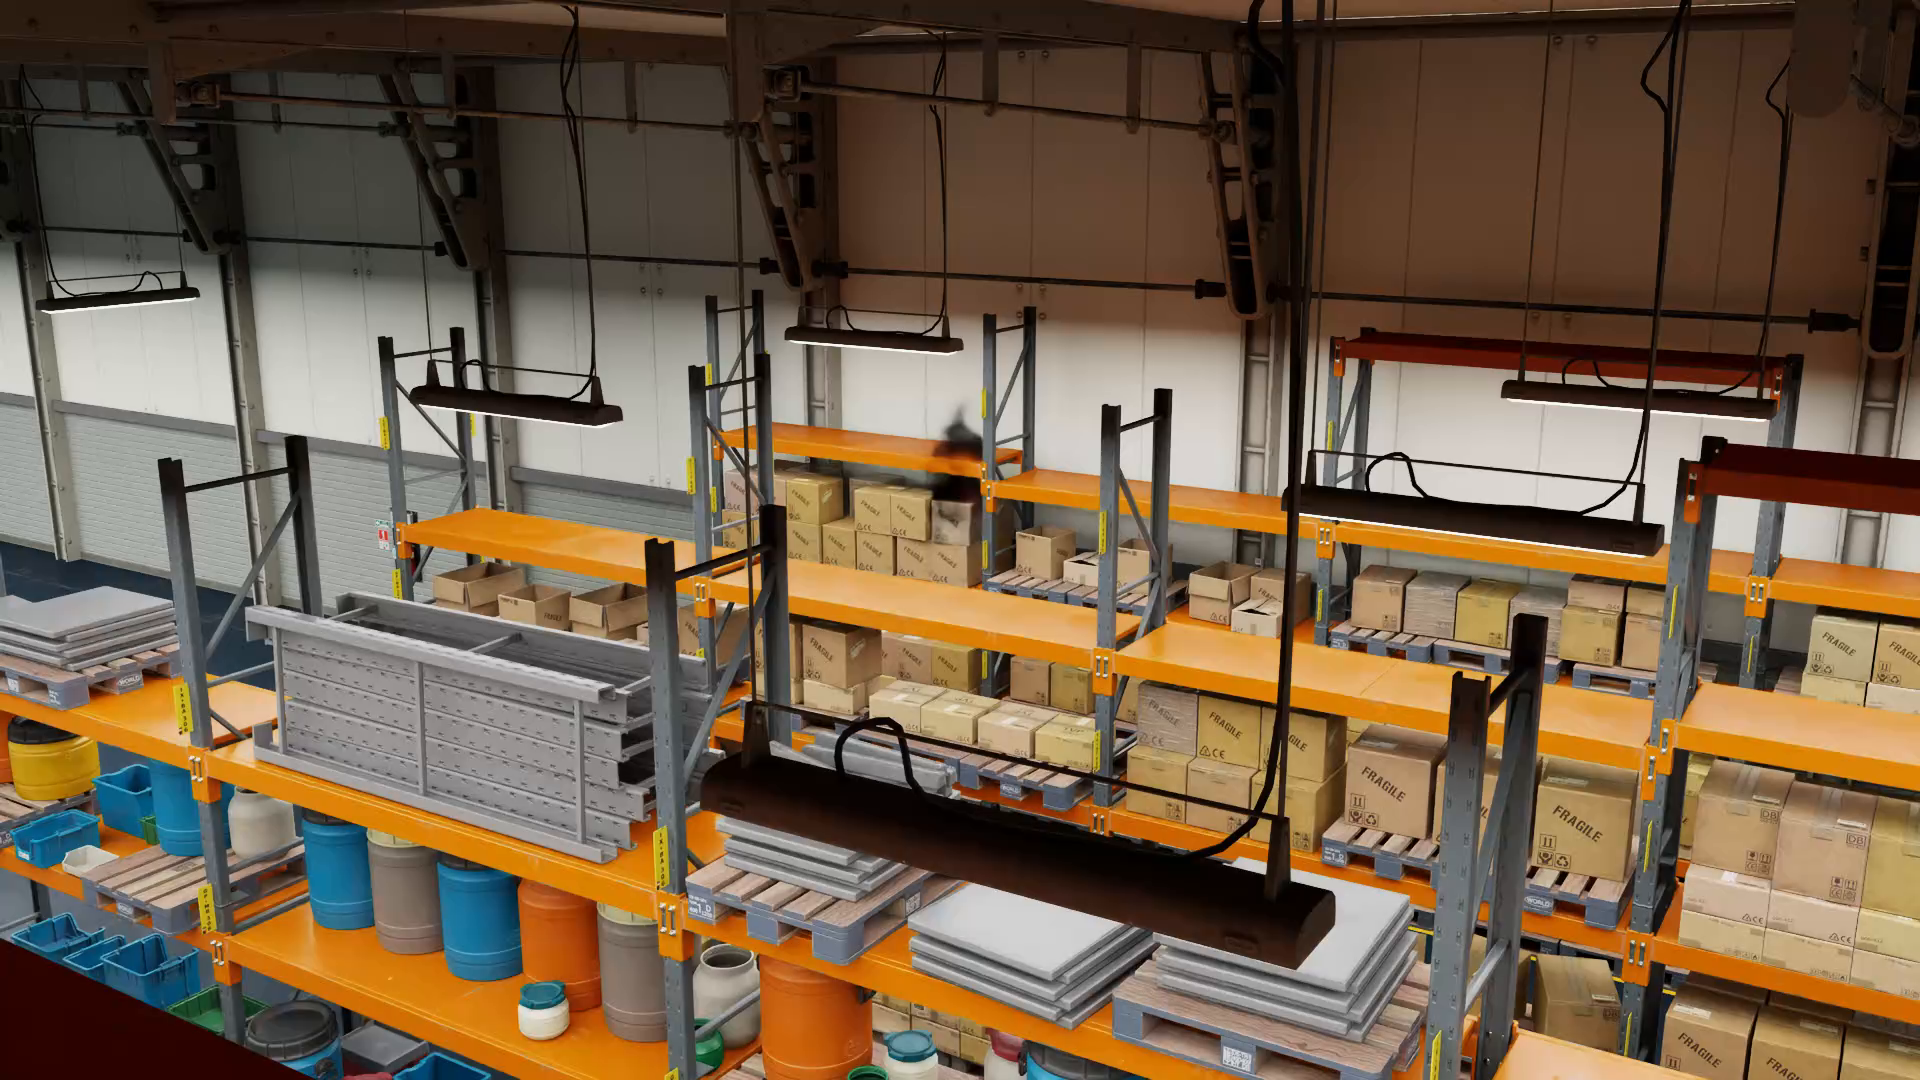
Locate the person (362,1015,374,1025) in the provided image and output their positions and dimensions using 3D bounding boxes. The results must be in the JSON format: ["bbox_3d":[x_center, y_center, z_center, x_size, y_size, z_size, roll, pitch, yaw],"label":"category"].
[{"bbox_3d":[-4.945,3.878,13.994,0.851,1.793,0.648,8,16,29],"label":"person"}]
